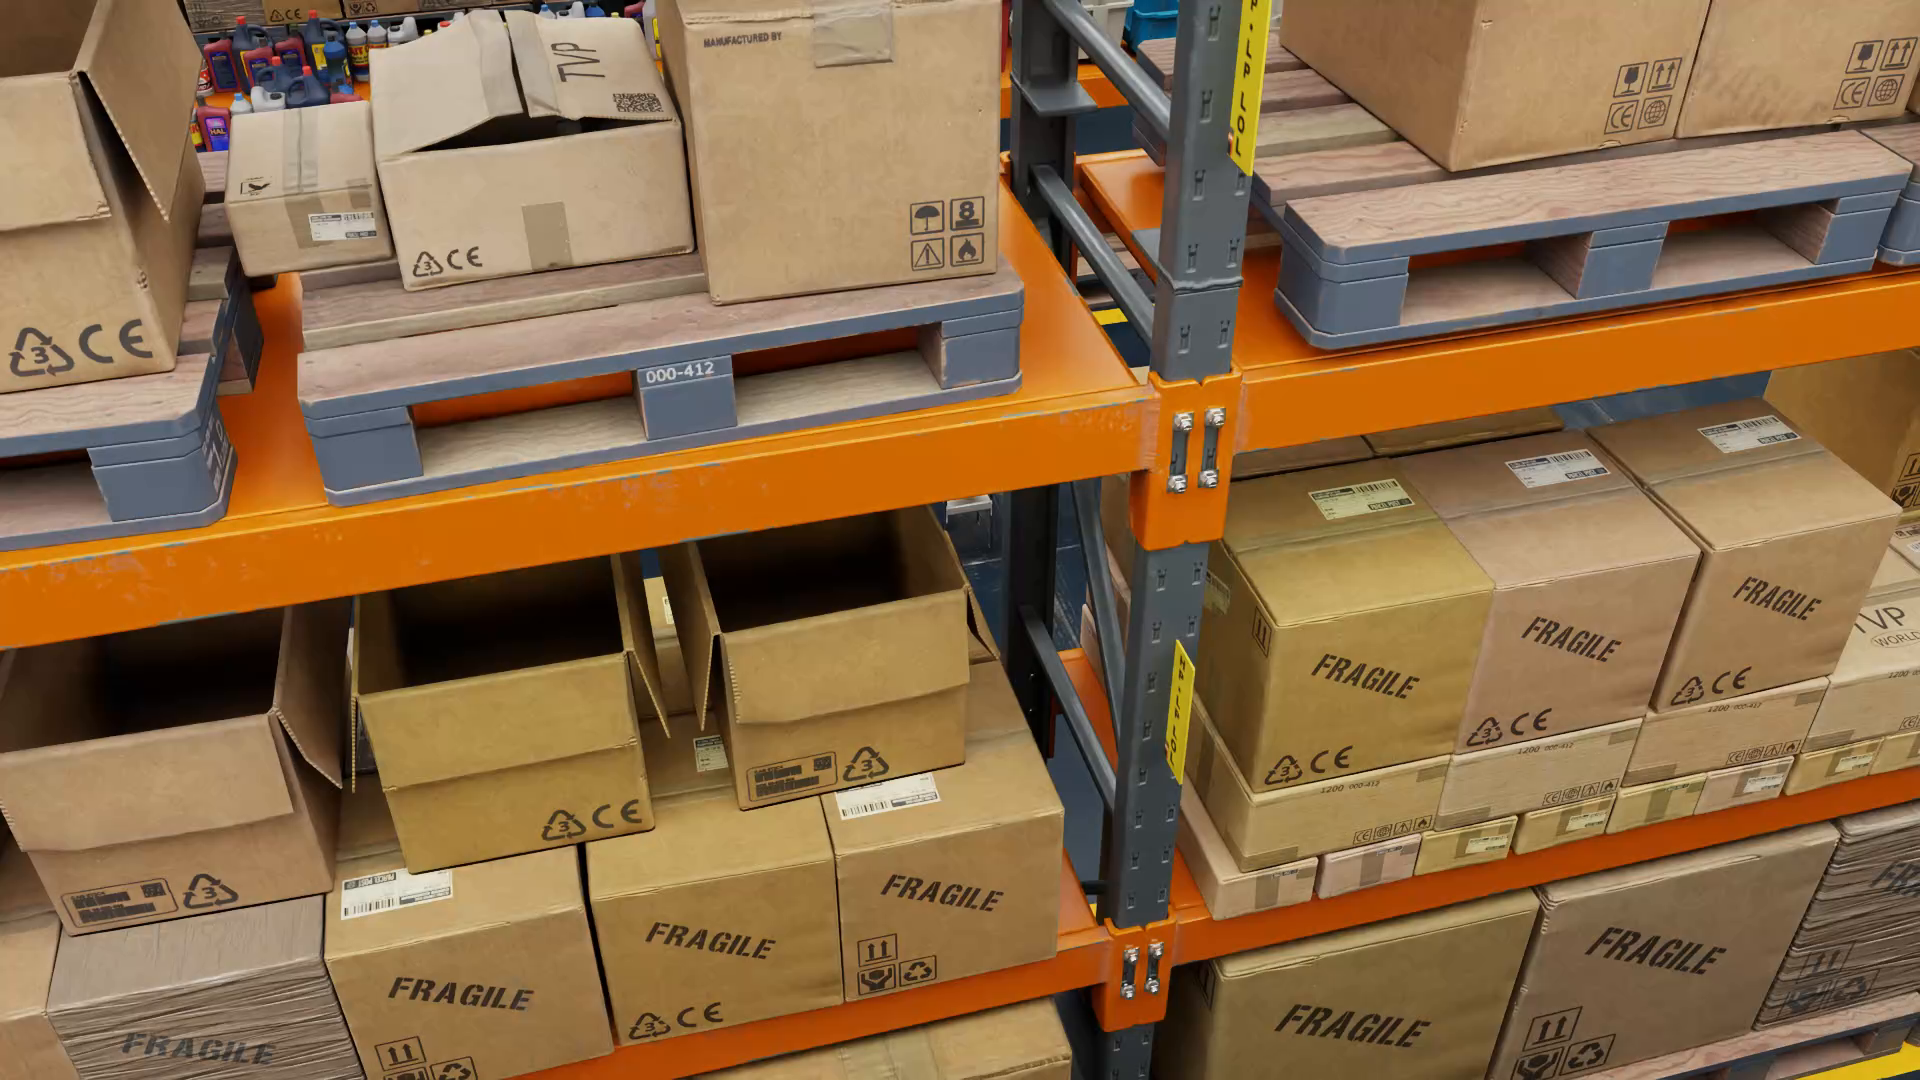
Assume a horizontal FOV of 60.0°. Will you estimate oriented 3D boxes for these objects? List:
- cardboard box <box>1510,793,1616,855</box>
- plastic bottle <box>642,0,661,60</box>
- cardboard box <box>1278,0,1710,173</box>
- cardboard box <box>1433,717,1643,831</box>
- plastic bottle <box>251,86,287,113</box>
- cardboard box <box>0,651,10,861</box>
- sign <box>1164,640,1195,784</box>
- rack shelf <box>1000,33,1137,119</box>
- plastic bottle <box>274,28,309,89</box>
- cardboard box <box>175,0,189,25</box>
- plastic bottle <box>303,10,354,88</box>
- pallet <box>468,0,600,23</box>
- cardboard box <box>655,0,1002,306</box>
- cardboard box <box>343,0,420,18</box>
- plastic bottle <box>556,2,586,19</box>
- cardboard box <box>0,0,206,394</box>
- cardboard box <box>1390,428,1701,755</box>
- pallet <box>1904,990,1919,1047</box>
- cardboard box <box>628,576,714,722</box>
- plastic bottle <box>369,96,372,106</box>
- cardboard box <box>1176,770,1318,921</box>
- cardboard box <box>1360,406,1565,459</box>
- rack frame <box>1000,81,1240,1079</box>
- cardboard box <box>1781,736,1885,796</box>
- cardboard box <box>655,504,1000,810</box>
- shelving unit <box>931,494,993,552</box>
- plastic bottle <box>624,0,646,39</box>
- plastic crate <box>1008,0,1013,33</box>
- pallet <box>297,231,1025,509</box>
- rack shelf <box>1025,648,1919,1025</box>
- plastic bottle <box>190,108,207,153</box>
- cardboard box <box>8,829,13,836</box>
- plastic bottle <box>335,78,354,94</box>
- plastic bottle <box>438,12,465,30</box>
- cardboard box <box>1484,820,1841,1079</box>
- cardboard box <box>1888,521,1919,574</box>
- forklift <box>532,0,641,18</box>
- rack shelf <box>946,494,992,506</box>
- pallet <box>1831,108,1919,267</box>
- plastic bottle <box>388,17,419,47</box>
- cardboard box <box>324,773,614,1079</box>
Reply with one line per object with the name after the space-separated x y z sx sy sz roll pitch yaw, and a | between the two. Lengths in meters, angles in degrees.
1.433 0.590 4.217 0.250 0.149 0.380 -10 39 -13 | cardboard box
-1.455 -2.546 8.150 0.185 0.351 0.144 -9 38 -12 | plastic bottle
1.039 -1.129 3.278 0.500 0.500 0.700 -12 39 -15 | cardboard box
1.303 0.413 4.120 0.500 0.250 0.500 -9 38 -12 | cardboard box
-3.012 -1.853 7.306 0.135 0.276 0.152 -9 38 -12 | plastic bottle
-2.222 0.455 3.278 0.637 0.503 0.797 -8 38 -11 | cardboard box
0.450 0.356 3.428 0.005 0.325 0.100 -9 38 -12 | sign
0.939 -2.468 8.600 4.000 0.370 1.077 -9 38 -12 | rack shelf
-3.148 -2.267 7.841 0.133 0.283 0.061 -9 38 -12 | plastic bottle
-5.627 -3.796 11.439 0.500 0.500 0.500 -8 38 -10 | cardboard box
-2.999 -2.331 7.869 0.185 0.351 0.144 -9 38 -12 | plastic bottle
-3.055 -4.085 12.416 1.213 0.211 1.003 -9 38 -12 | pallet
-0.258 -0.832 2.972 0.500 0.500 0.700 -8 38 -11 | cardboard box
-4.135 -4.045 11.764 0.500 0.500 0.500 -11 39 -13 | cardboard box
-1.891 -2.480 8.126 0.135 0.276 0.152 -9 38 -12 | plastic bottle
-1.595 -0.634 2.710 0.637 0.503 0.797 -10 38 -13 | cardboard box
1.306 0.112 3.896 0.500 0.500 0.500 -9 38 -12 | cardboard box
3.410 1.114 5.619 1.213 0.211 1.003 -9 38 -12 | pallet
-0.695 0.435 4.131 0.500 0.500 0.500 -9 38 -12 | cardboard box
-2.586 -1.876 7.397 0.097 0.201 0.097 0 37 0 | plastic bottle
0.672 0.716 4.052 0.250 0.149 0.380 -9 38 -12 | cardboard box
1.158 -0.195 4.298 0.500 0.500 0.500 -9 38 -11 | cardboard box
0.300 0.468 4.169 0.127 3.000 1.000 -9 38 -12 | rack frame
2.176 0.468 4.376 0.250 0.149 0.380 -10 39 -13 | cardboard box
-0.315 0.136 3.696 0.637 0.503 0.797 -10 39 -13 | cardboard box
0.008 -0.359 6.978 0.210 0.900 0.258 -9 38 -12 | shelving unit
-1.586 -2.562 8.226 0.133 0.283 0.061 -9 38 -12 | plastic bottle
0.019 -2.687 8.471 0.590 0.125 0.437 -9 38 -12 | plastic crate
-0.573 -0.473 3.089 1.217 0.209 0.805 -11 39 -14 | pallet
2.230 0.437 4.802 4.000 0.370 1.077 -9 38 -12 | rack shelf
-3.340 -1.780 7.214 0.097 0.271 0.097 0 37 0 | plastic bottle
-2.167 0.679 3.812 0.500 0.500 0.500 -11 39 -13 | cardboard box
-2.731 -1.918 7.395 0.097 0.271 0.097 0 37 0 | plastic bottle
-2.432 -2.392 8.010 0.135 0.276 0.152 -9 38 -12 | plastic bottle
1.827 0.945 4.949 0.875 0.875 0.875 -9 38 -12 | cardboard box
2.781 0.169 4.439 0.500 0.250 0.500 -11 39 -13 | cardboard box
-2.203 -3.997 10.063 3.031 2.935 1.130 7 38 9 | forklift
0.008 -0.261 7.053 0.200 0.077 0.258 -9 38 -12 | rack shelf
2.268 -1.003 3.696 1.213 0.211 1.003 -9 38 -12 | pallet
-2.656 -2.355 7.962 0.135 0.276 0.152 -9 38 -12 | plastic bottle
-1.063 0.824 3.622 0.500 0.500 0.500 -10 38 -12 | cardboard box
